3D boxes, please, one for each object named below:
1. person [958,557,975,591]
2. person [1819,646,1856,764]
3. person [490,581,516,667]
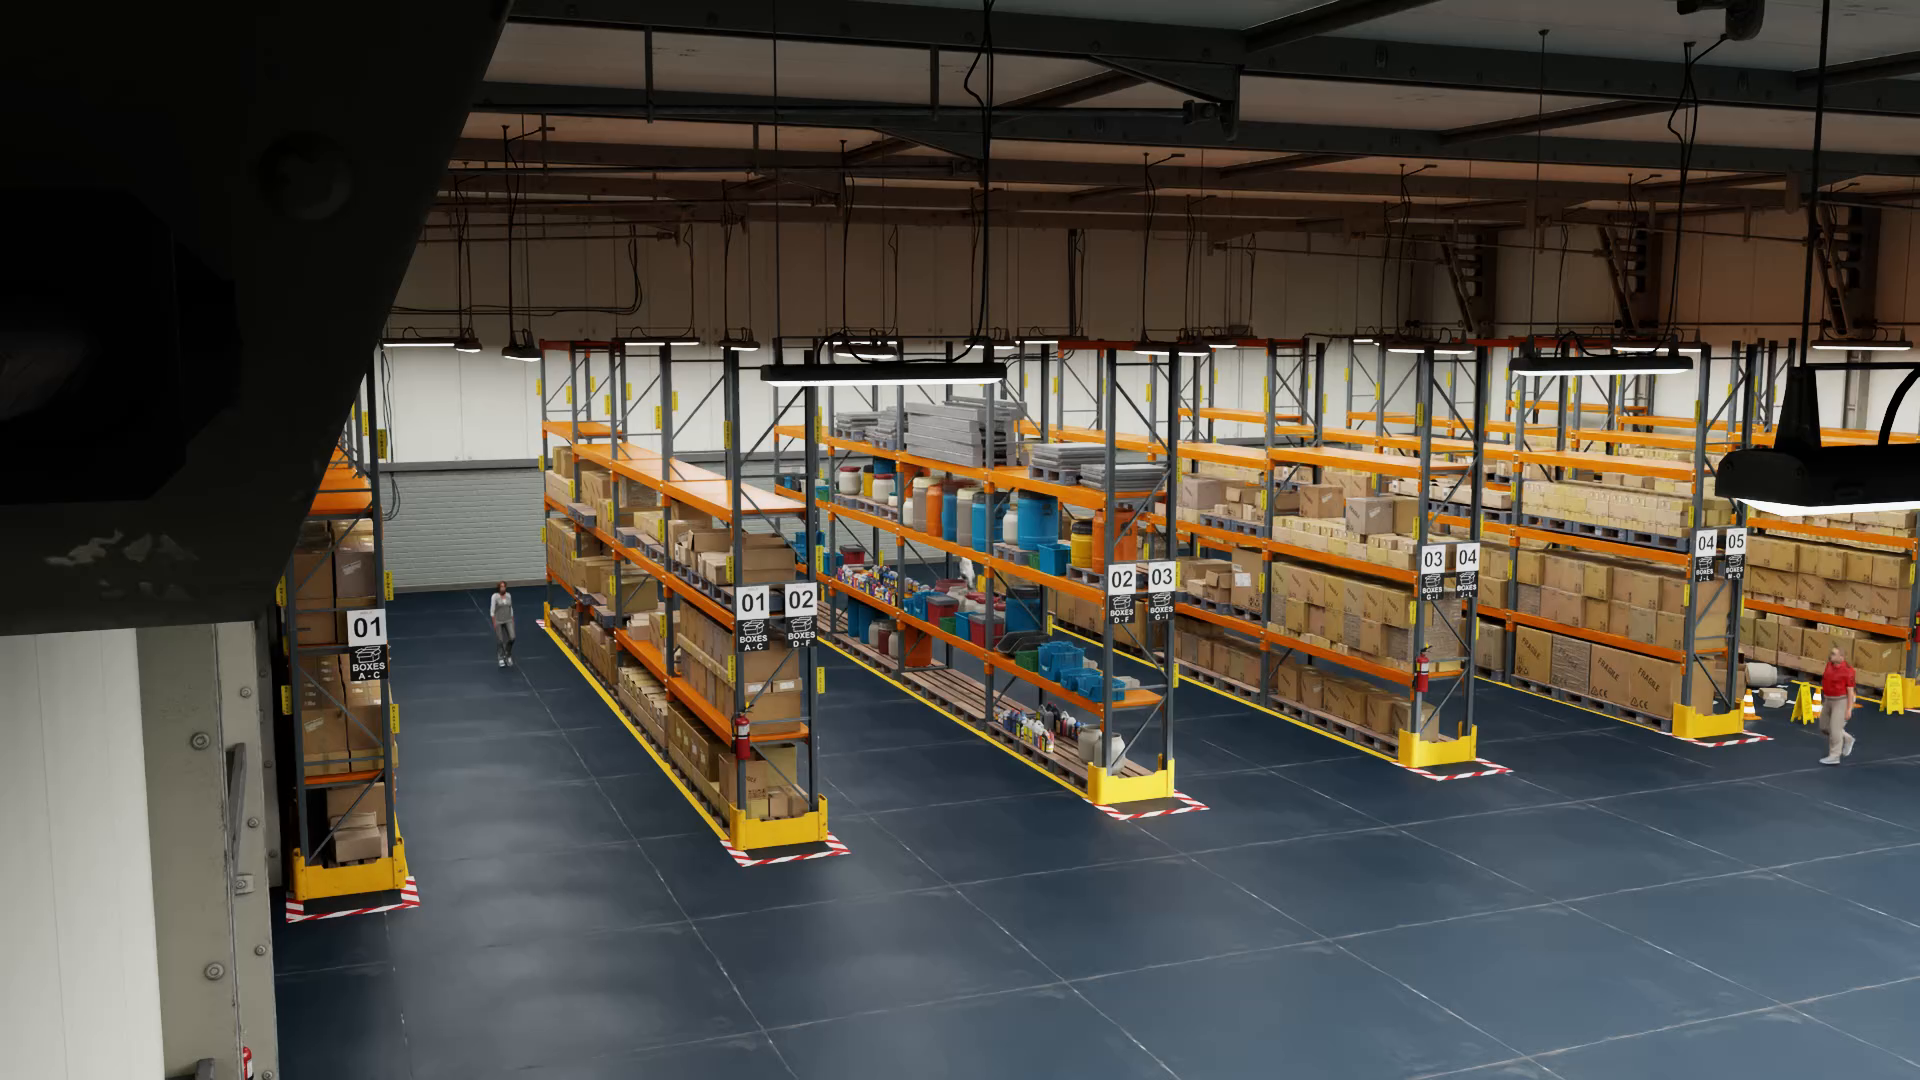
[{"bbox_3d":[0.090,0.826,36.258,1.095,1.590,0.450,2,8,16],"label":"person"},{"bbox_3d":[12.710,2.358,23.984,0.709,1.701,0.547,-2,8,-13],"label":"person"},{"bbox_3d":[-8.437,1.549,30.681,0.445,1.615,0.460,-3,8,-25],"label":"person"}]
